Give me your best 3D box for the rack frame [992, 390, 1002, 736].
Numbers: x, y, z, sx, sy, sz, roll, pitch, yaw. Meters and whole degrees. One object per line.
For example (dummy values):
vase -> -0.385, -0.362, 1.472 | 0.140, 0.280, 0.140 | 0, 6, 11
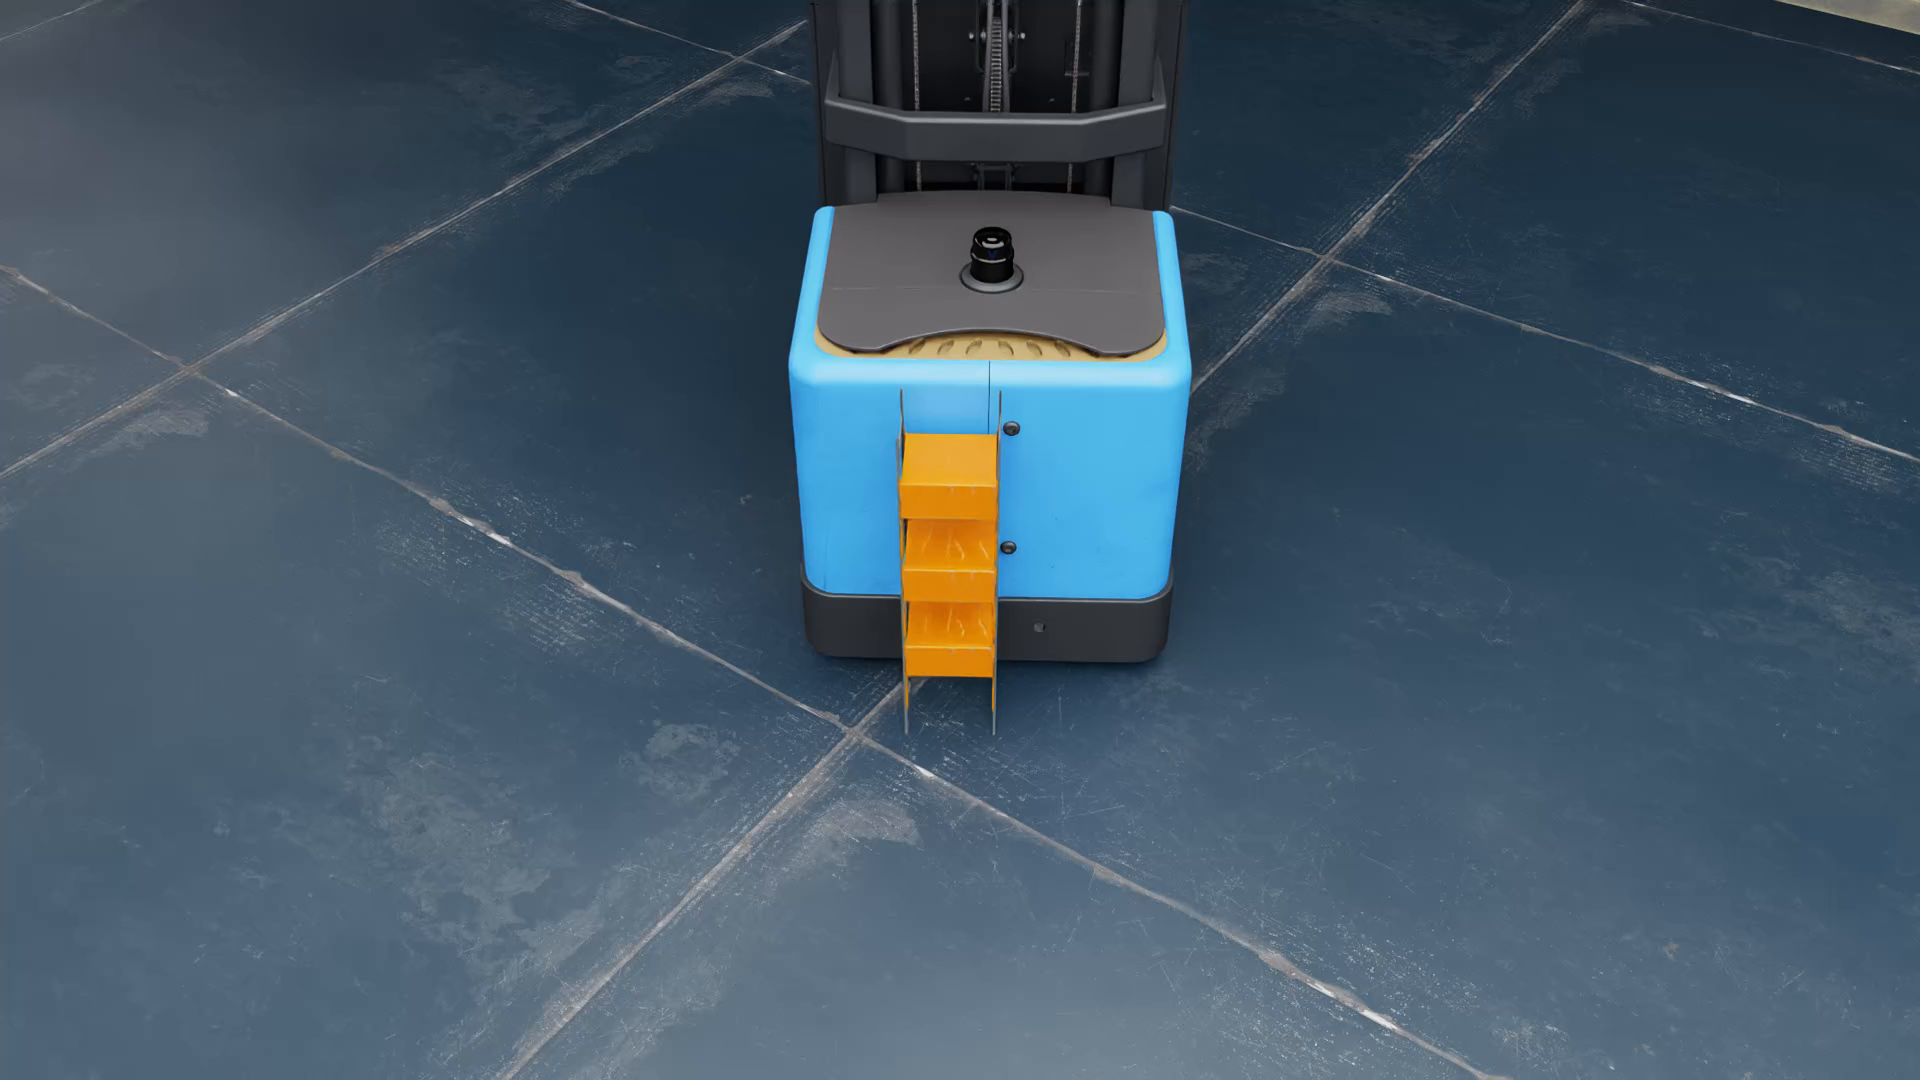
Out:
rack frame -> 0.097, 0.089, 4.363 | 0.008, 1.050, 0.200 | 1, 42, 1

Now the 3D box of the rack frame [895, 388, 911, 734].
rack frame -> -0.147, 0.085, 4.368 | 0.008, 1.050, 0.200 | 1, 42, 1

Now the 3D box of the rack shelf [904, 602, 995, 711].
rack shelf -> -0.025, 0.302, 4.558 | 0.240, 0.259, 0.215 | 1, 42, 1

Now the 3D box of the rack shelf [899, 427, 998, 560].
rack shelf -> -0.025, -0.117, 4.183 | 0.240, 0.259, 0.215 | 1, 42, 1

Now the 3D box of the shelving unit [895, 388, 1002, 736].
shelving unit -> -0.025, 0.087, 4.366 | 0.252, 1.050, 0.215 | 1, 42, 1

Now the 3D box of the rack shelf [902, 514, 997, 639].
rack shelf -> -0.025, 0.095, 4.373 | 0.240, 0.259, 0.215 | 1, 42, 1

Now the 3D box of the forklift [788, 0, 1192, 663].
forklift -> 0.114, -1.704, 4.957 | 1.130, 2.935, 3.031 | 1, 42, 1
